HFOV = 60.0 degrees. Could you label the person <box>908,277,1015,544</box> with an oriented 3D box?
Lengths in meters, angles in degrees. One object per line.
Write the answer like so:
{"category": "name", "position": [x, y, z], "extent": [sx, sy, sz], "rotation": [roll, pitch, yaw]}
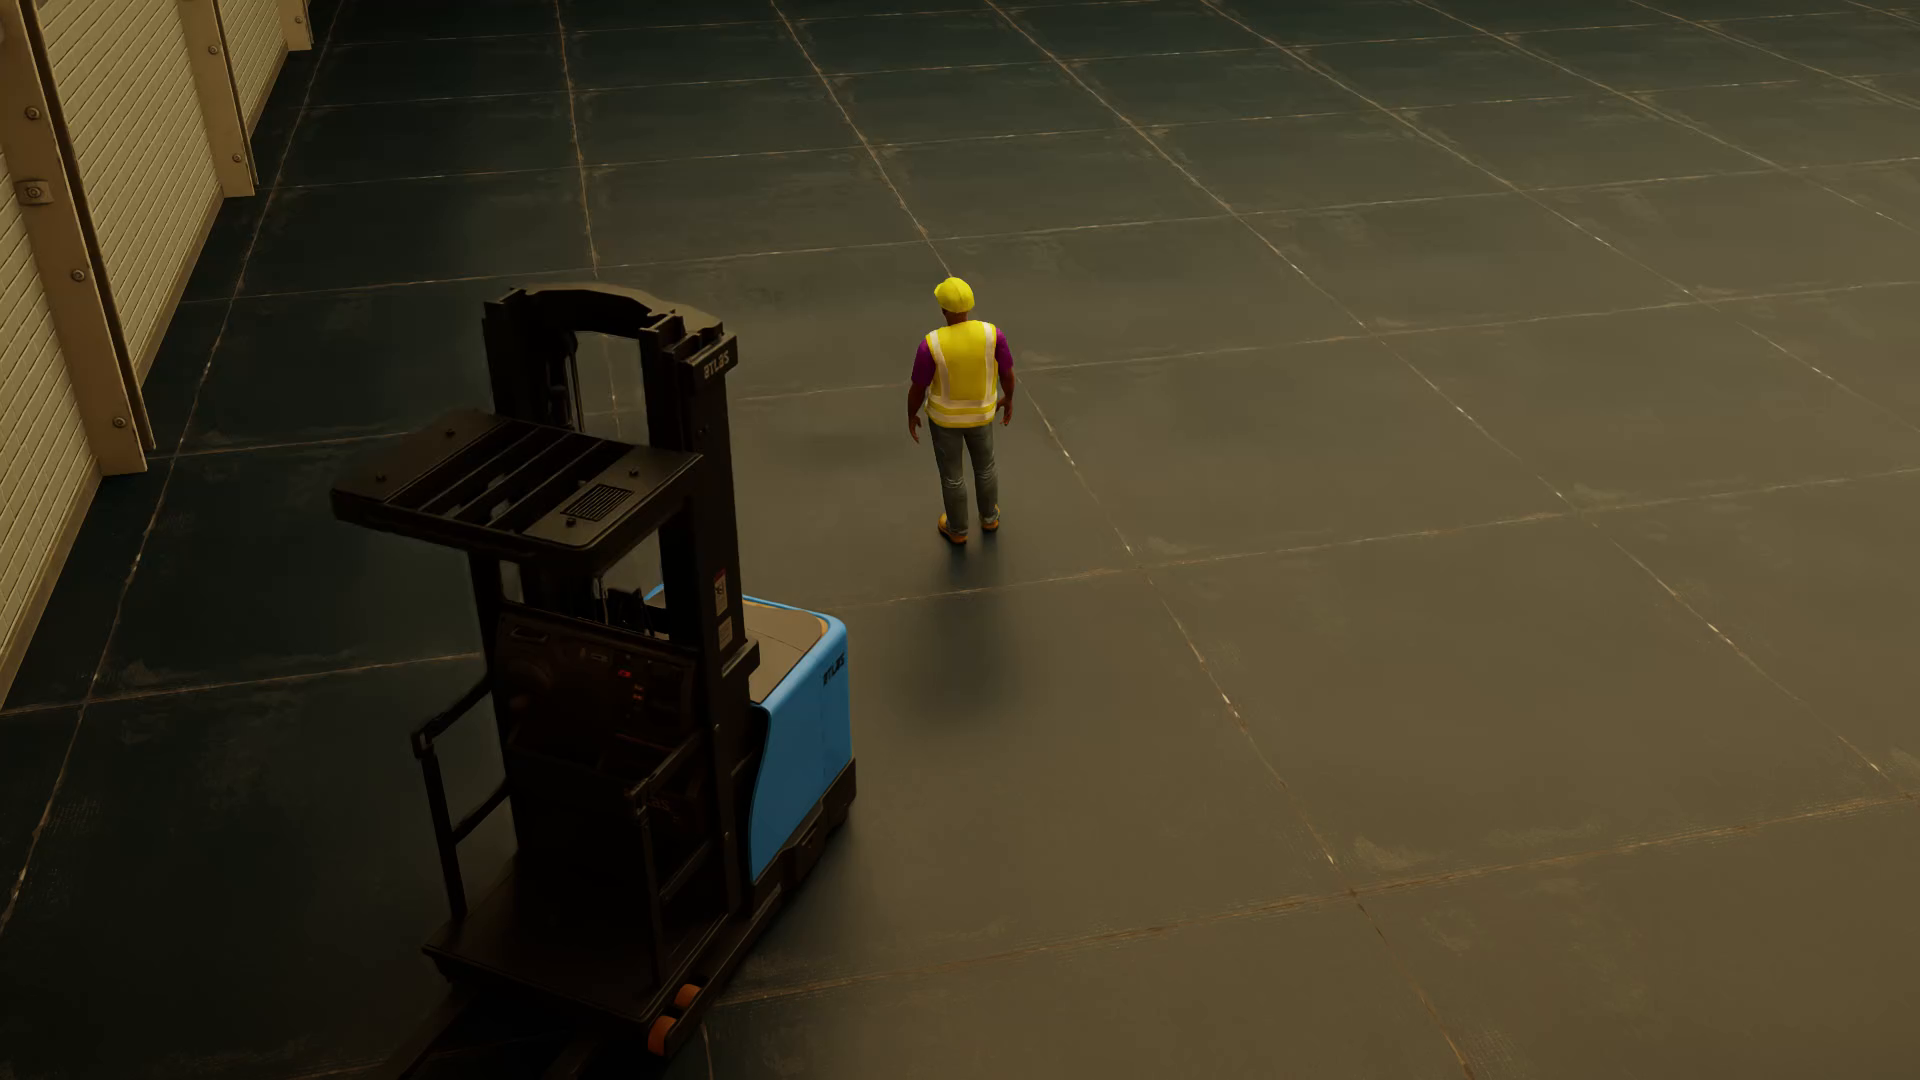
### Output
{"category": "person", "position": [-0.011, -0.805, 10.113], "extent": [0.666, 1.765, 0.577], "rotation": [-7, 31, -12]}

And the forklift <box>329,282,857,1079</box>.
{"category": "forklift", "position": [-1.555, 0.610, 6.521], "extent": [1.130, 2.935, 3.031], "rotation": [12, 32, 20]}
